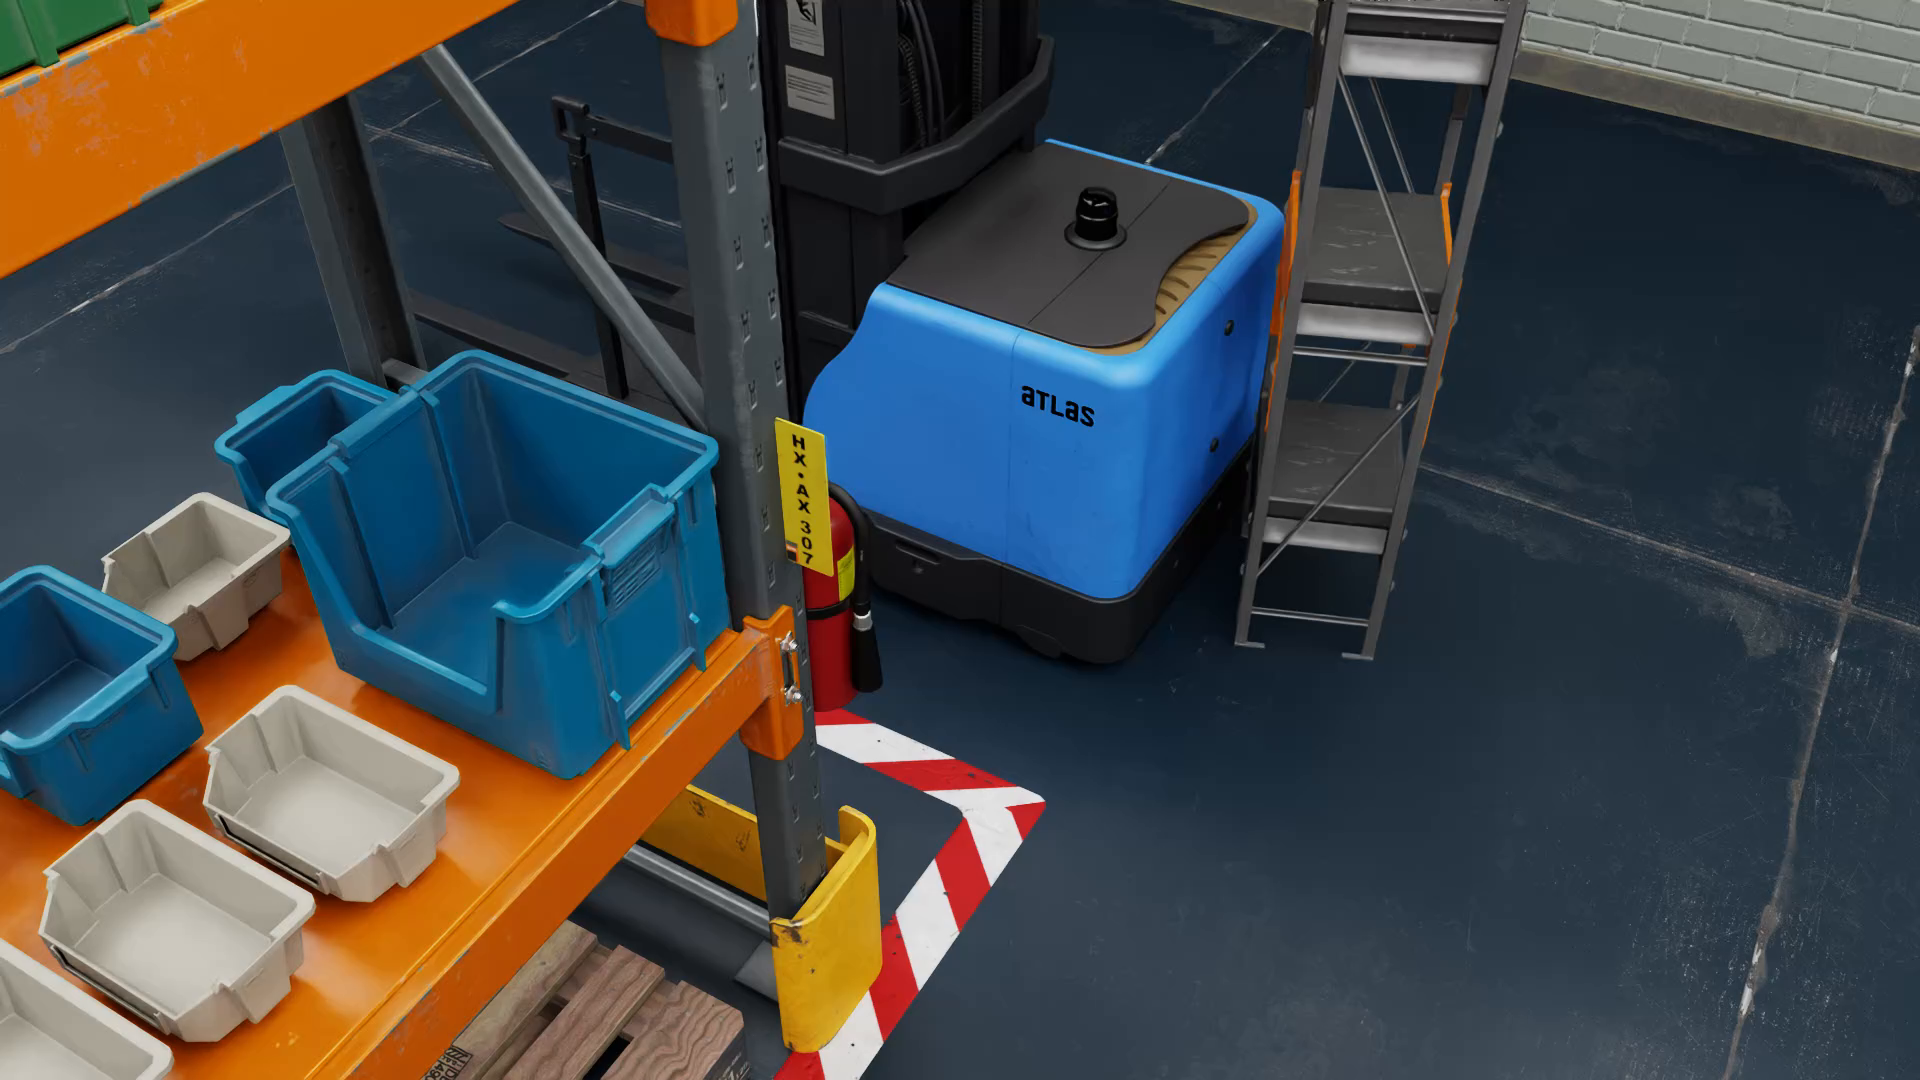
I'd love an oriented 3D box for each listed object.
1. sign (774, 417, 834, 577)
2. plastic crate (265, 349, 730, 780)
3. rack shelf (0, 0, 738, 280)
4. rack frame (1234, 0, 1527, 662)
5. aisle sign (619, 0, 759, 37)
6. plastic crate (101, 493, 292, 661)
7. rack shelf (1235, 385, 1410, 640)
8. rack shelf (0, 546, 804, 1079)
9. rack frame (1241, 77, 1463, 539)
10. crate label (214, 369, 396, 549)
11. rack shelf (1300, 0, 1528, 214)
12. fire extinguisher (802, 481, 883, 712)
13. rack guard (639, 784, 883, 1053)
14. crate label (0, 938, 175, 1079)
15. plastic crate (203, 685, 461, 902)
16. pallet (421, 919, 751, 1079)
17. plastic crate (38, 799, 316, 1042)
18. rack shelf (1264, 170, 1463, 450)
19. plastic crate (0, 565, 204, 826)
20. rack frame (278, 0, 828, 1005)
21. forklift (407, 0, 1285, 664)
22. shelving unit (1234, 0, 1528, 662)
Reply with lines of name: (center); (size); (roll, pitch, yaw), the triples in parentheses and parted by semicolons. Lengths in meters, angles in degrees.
sign: (-0.274, -0.072, 2.938); (0.100, 0.325, 0.005); (21, 45, 22)
plastic crate: (-0.764, 0.035, 2.869); (0.616, 0.435, 0.499); (21, 45, 22)
rack shelf: (-1.759, 0.106, 1.135); (1.077, 0.370, 4.000); (21, 45, 22)
rack frame: (1.005, -0.459, 4.182); (0.400, 2.100, 0.015); (6, 42, 7)
aisle sign: (-0.469, -1.103, 2.266); (0.394, 0.787, 0.004); (21, 45, 22)
plastic crate: (-1.399, 0.082, 3.041); (0.250, 0.136, 0.298); (21, 45, 22)
rack shelf: (1.045, -0.082, 4.834); (0.431, 0.518, 0.480); (6, 42, 7)
rack shelf: (-1.759, 1.231, 2.126); (1.077, 0.370, 4.000); (21, 45, 22)
rack frame: (1.085, -0.777, 4.543); (0.400, 2.100, 0.015); (6, 42, 7)
crate label: (-1.167, -0.110, 3.187); (0.416, 0.233, 0.303); (21, 45, 22)
rack shelf: (1.045, -1.133, 3.909); (0.431, 0.518, 0.480); (6, 42, 7)
fire extinguisher: (-0.289, 0.050, 3.264); (0.296, 0.674, 0.183); (21, 45, 22)
rack guard: (-0.757, 0.737, 4.035); (1.175, 0.500, 0.348); (21, 45, 22)
crate label: (-1.285, 0.748, 2.285); (0.396, 0.136, 0.243); (21, 45, 22)
plastic crate: (-1.009, 0.420, 2.658); (0.396, 0.136, 0.243); (21, 45, 22)
pallet: (-1.204, 1.323, 3.588); (1.003, 0.211, 1.213); (21, 45, 22)
plastic crate: (-1.167, 0.581, 2.475); (0.396, 0.136, 0.243); (21, 45, 22)
rack shelf: (1.045, -0.607, 4.372); (0.431, 0.518, 0.480); (6, 42, 7)
plastic crate: (-1.496, 0.266, 2.759); (0.416, 0.233, 0.300); (21, 45, 22)
rack frame: (-0.758, -0.183, 3.188); (1.000, 3.000, 0.127); (21, 45, 22)
forklift: (-0.590, -1.477, 4.709); (3.031, 2.935, 1.130); (21, 46, 23)
shelving unit: (1.045, -0.618, 4.363); (0.431, 2.100, 0.503); (6, 42, 7)
